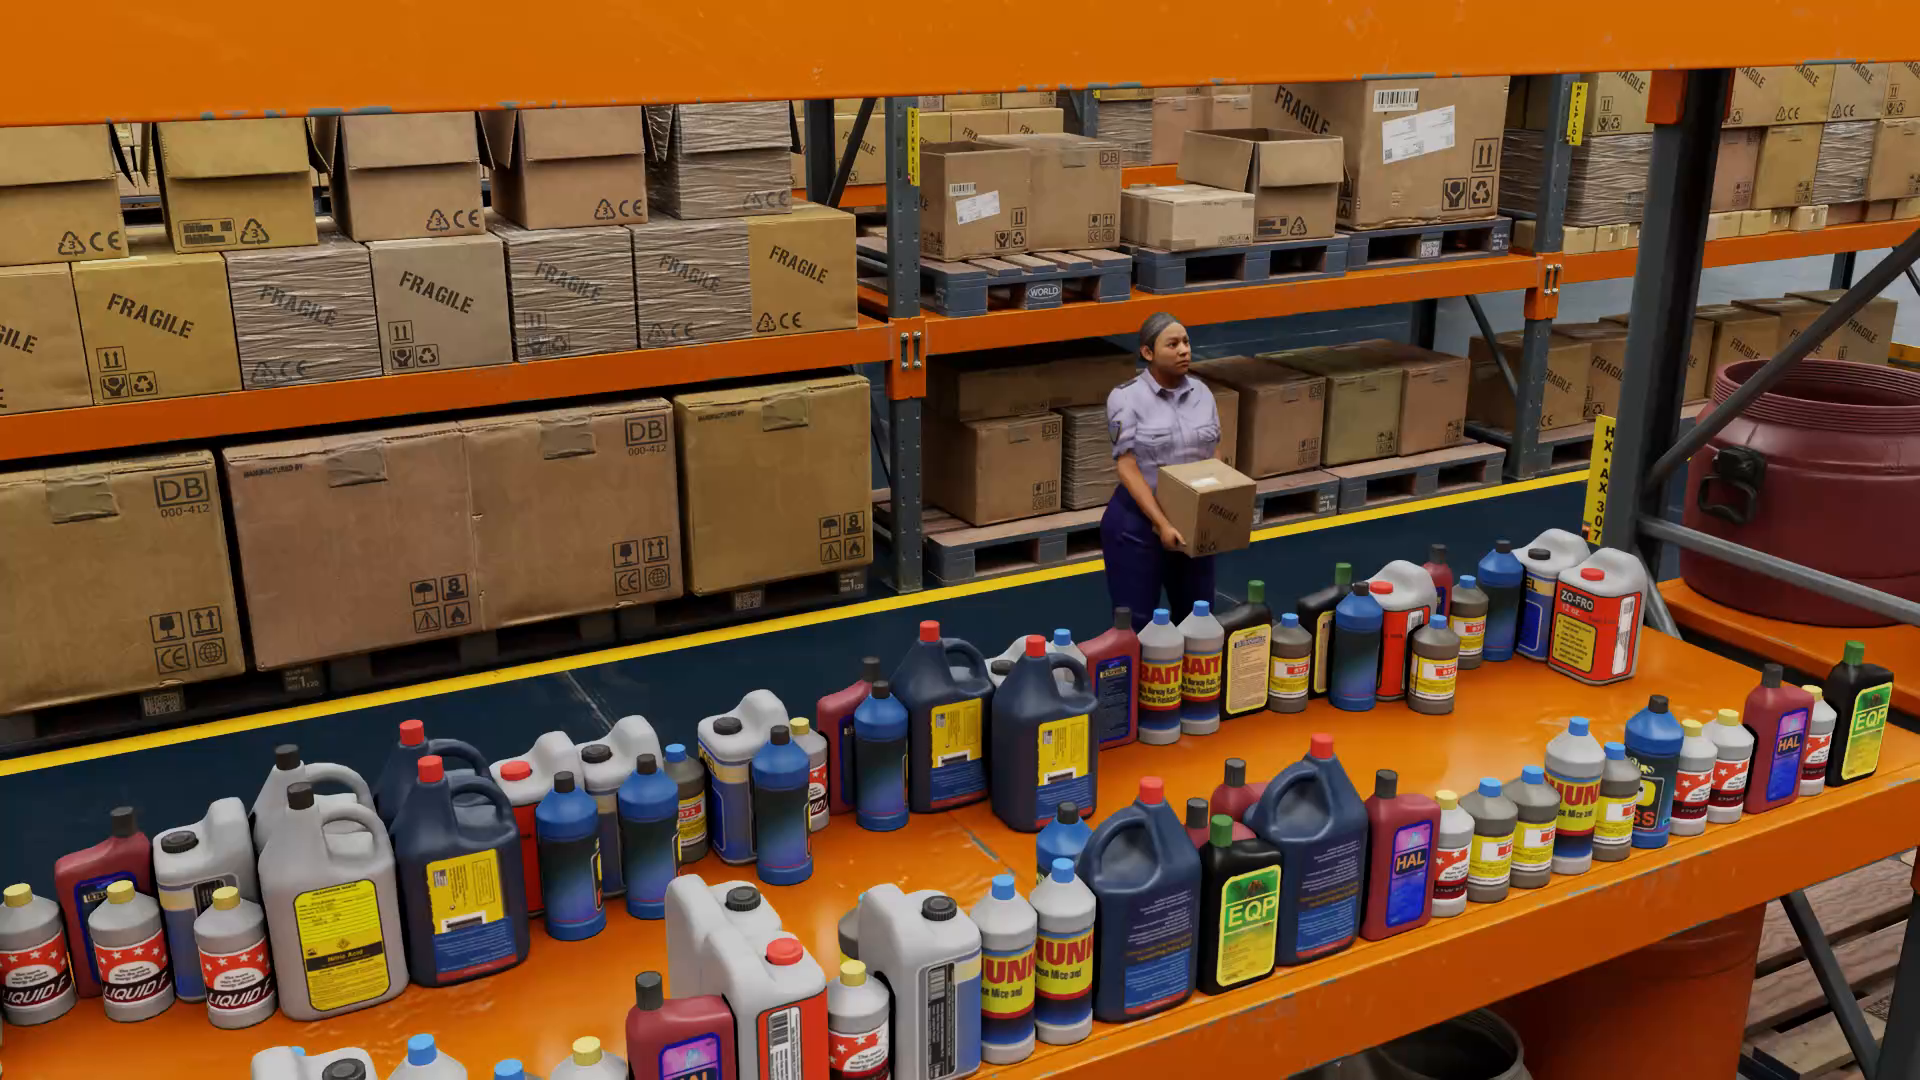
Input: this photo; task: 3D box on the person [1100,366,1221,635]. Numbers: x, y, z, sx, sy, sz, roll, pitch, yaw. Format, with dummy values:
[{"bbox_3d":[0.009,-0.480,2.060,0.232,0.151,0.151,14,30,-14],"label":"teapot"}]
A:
[{"bbox_3d":[0.753,0.073,6.200,0.451,1.432,0.362,-10,21,-26],"label":"person"}]
